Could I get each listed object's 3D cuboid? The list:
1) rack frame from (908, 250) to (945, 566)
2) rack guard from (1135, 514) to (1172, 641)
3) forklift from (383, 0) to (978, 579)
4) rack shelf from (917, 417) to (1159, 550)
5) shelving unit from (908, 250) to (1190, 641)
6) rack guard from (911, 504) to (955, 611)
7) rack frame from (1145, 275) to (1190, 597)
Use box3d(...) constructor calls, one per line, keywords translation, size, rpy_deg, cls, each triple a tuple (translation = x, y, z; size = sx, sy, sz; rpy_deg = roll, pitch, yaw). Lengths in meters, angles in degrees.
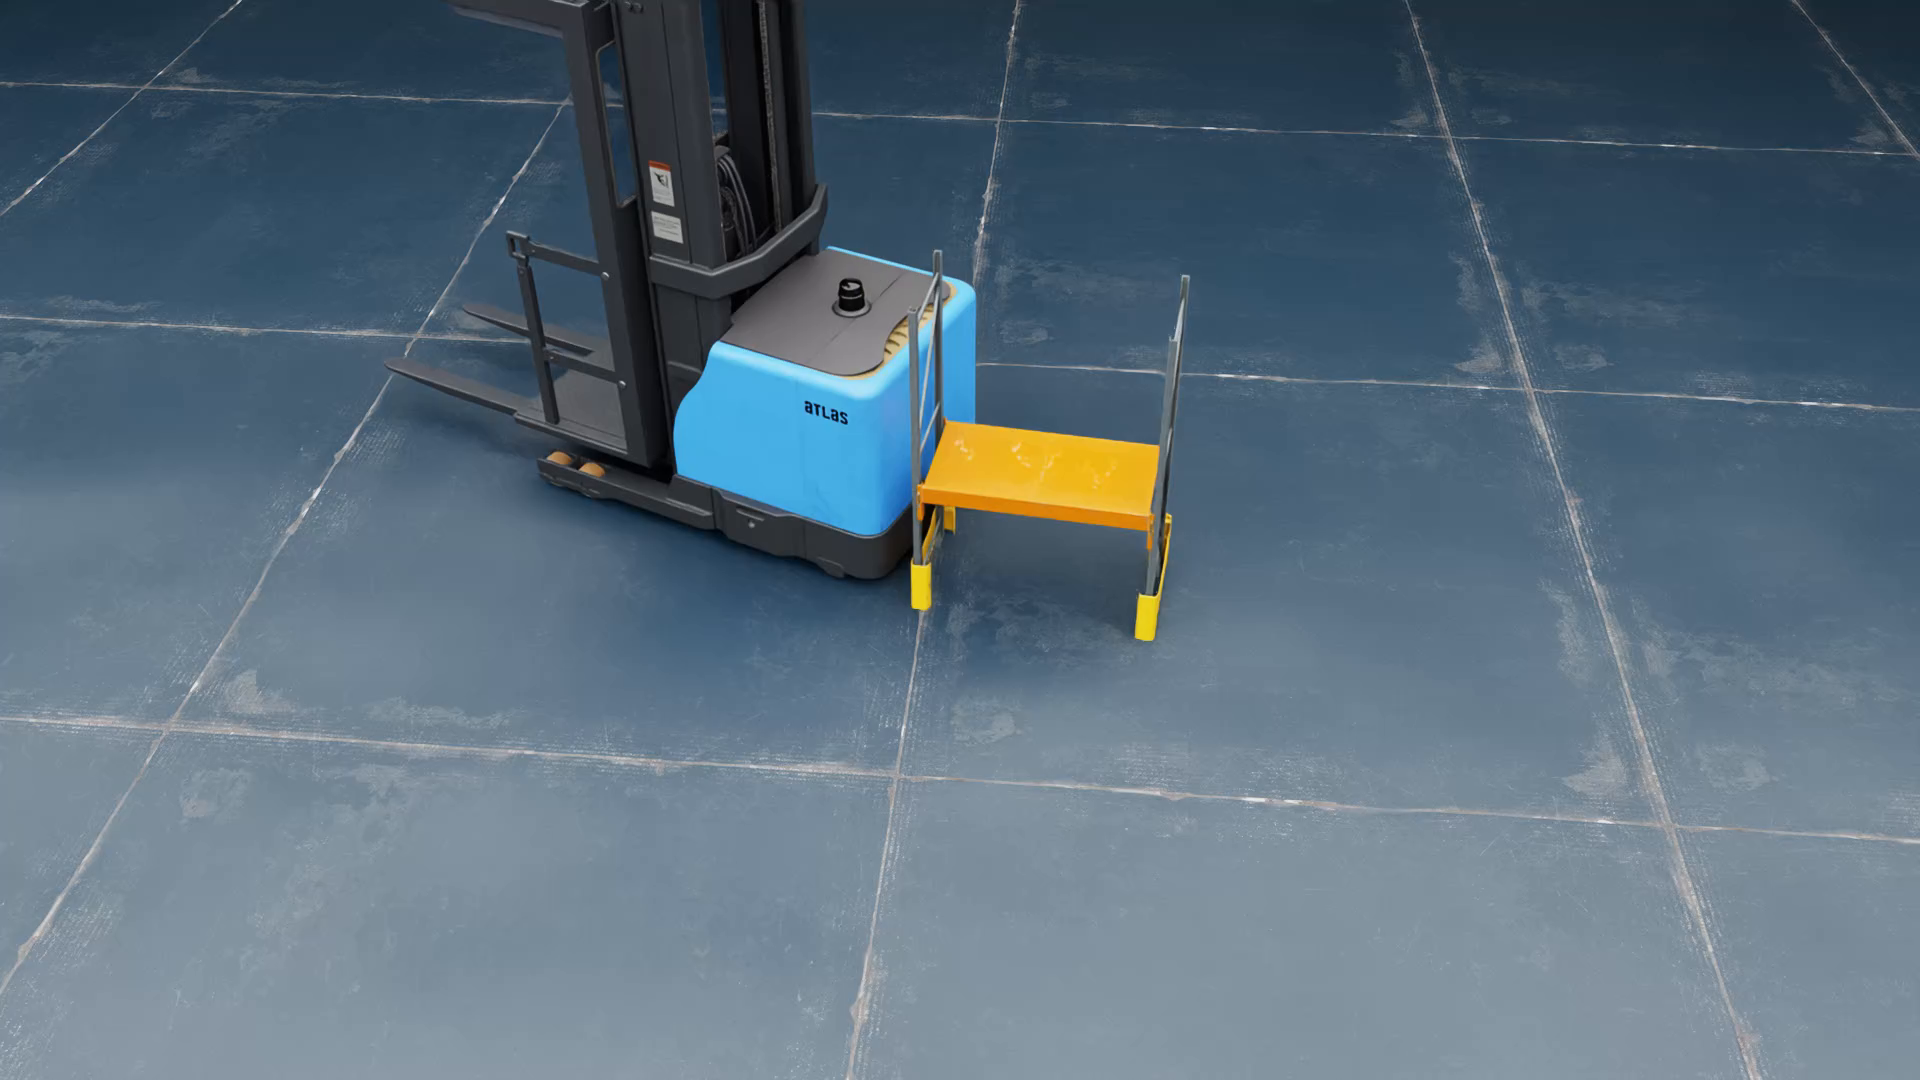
box3d(translation=(-0.138, -0.456, 7.122), size=(0.032, 1.500, 0.500), rpy_deg=(7, 40, 9), cls="rack frame")
box3d(translation=(0.857, 0.158, 7.358), size=(0.087, 0.250, 0.587), rpy_deg=(7, 40, 9), cls="rack guard")
box3d(translation=(-1.462, -1.616, 7.414), size=(3.031, 2.935, 1.130), rpy_deg=(18, 43, 21), cls="forklift")
box3d(translation=(0.360, -0.252, 7.156), size=(1.000, 0.185, 0.538), rpy_deg=(7, 40, 9), cls="rack shelf")
box3d(translation=(0.369, -0.390, 7.041), size=(1.083, 1.500, 0.587), rpy_deg=(7, 40, 9), cls="shelving unit")
box3d(translation=(-0.119, 0.031, 7.514), size=(0.087, 0.250, 0.587), rpy_deg=(7, 40, 9), cls="rack guard")
box3d(translation=(0.858, -0.327, 6.963), size=(0.032, 1.500, 0.500), rpy_deg=(7, 40, 9), cls="rack frame")
